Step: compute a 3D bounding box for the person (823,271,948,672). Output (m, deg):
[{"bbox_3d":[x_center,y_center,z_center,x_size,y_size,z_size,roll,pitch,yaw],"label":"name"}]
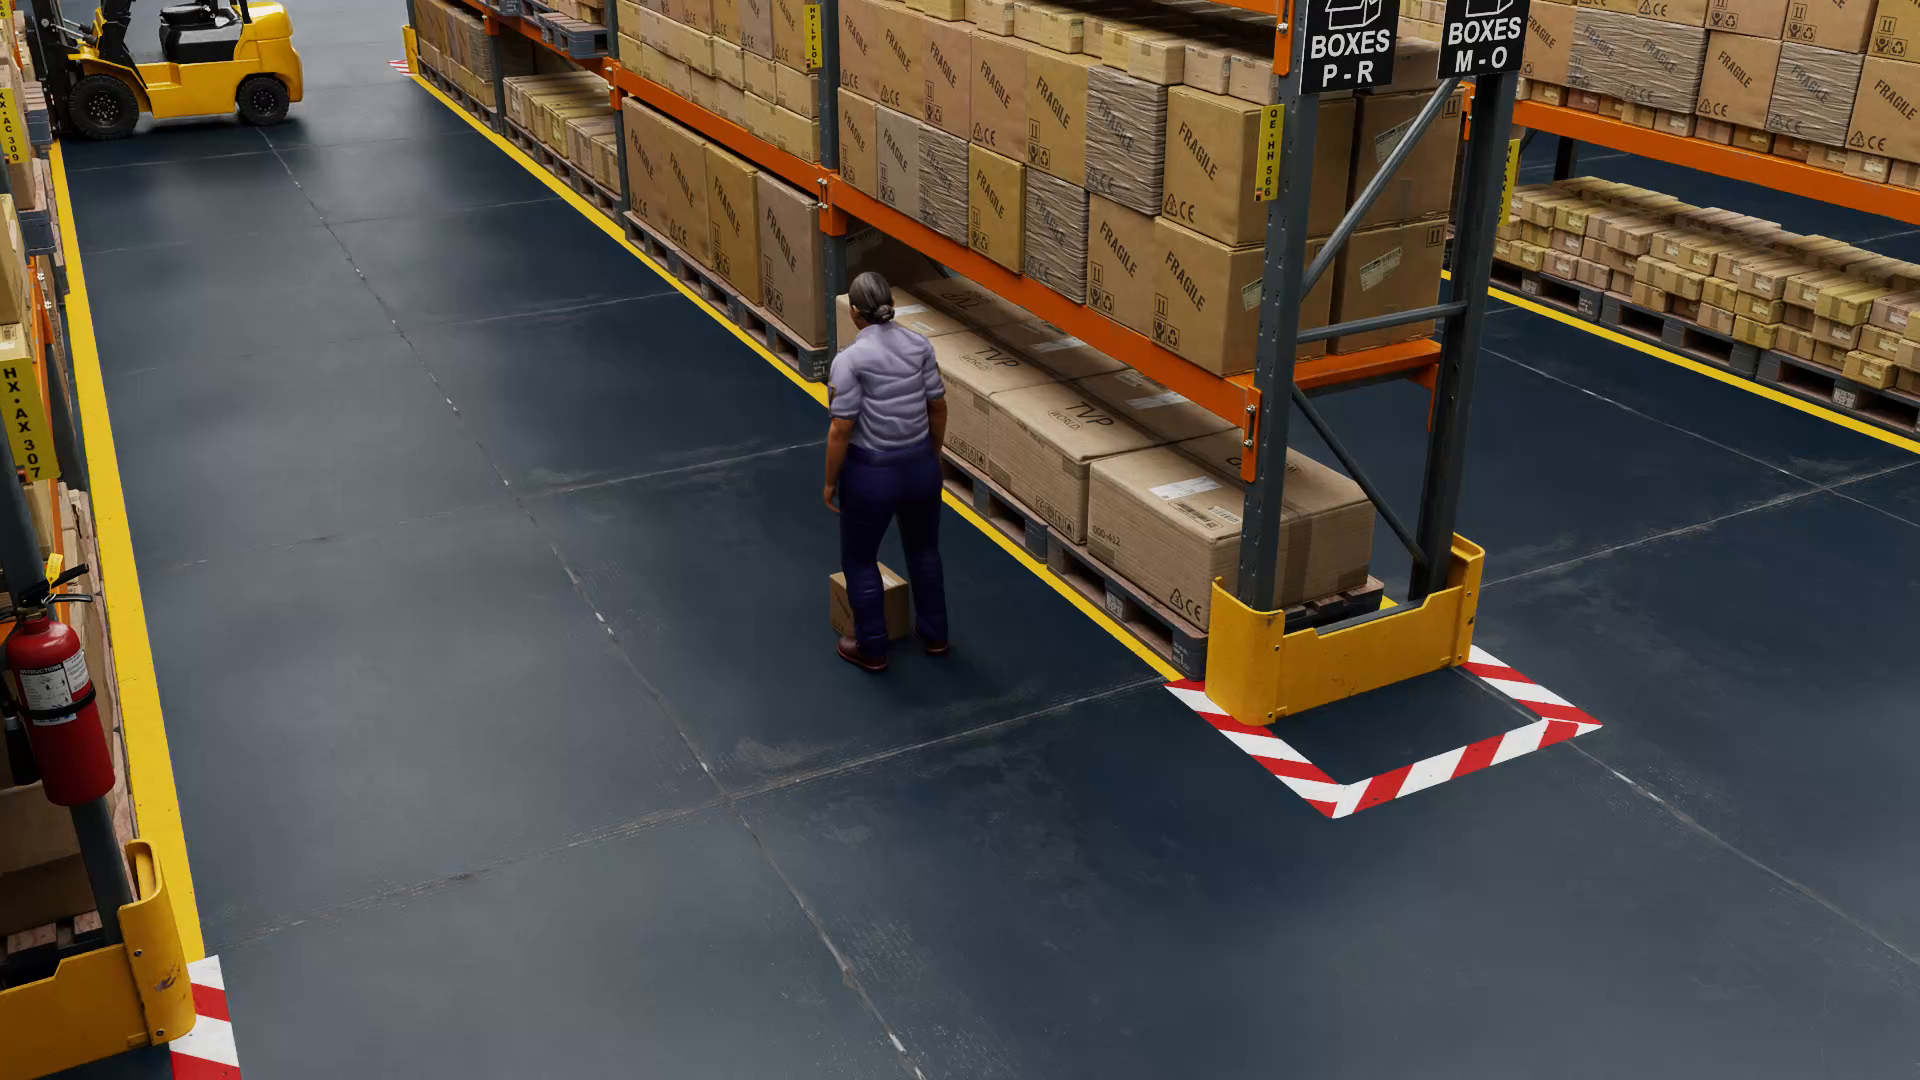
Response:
[{"bbox_3d":[-0.282,-0.260,6.660,0.563,1.653,0.367,-14,29,-27],"label":"person"}]
